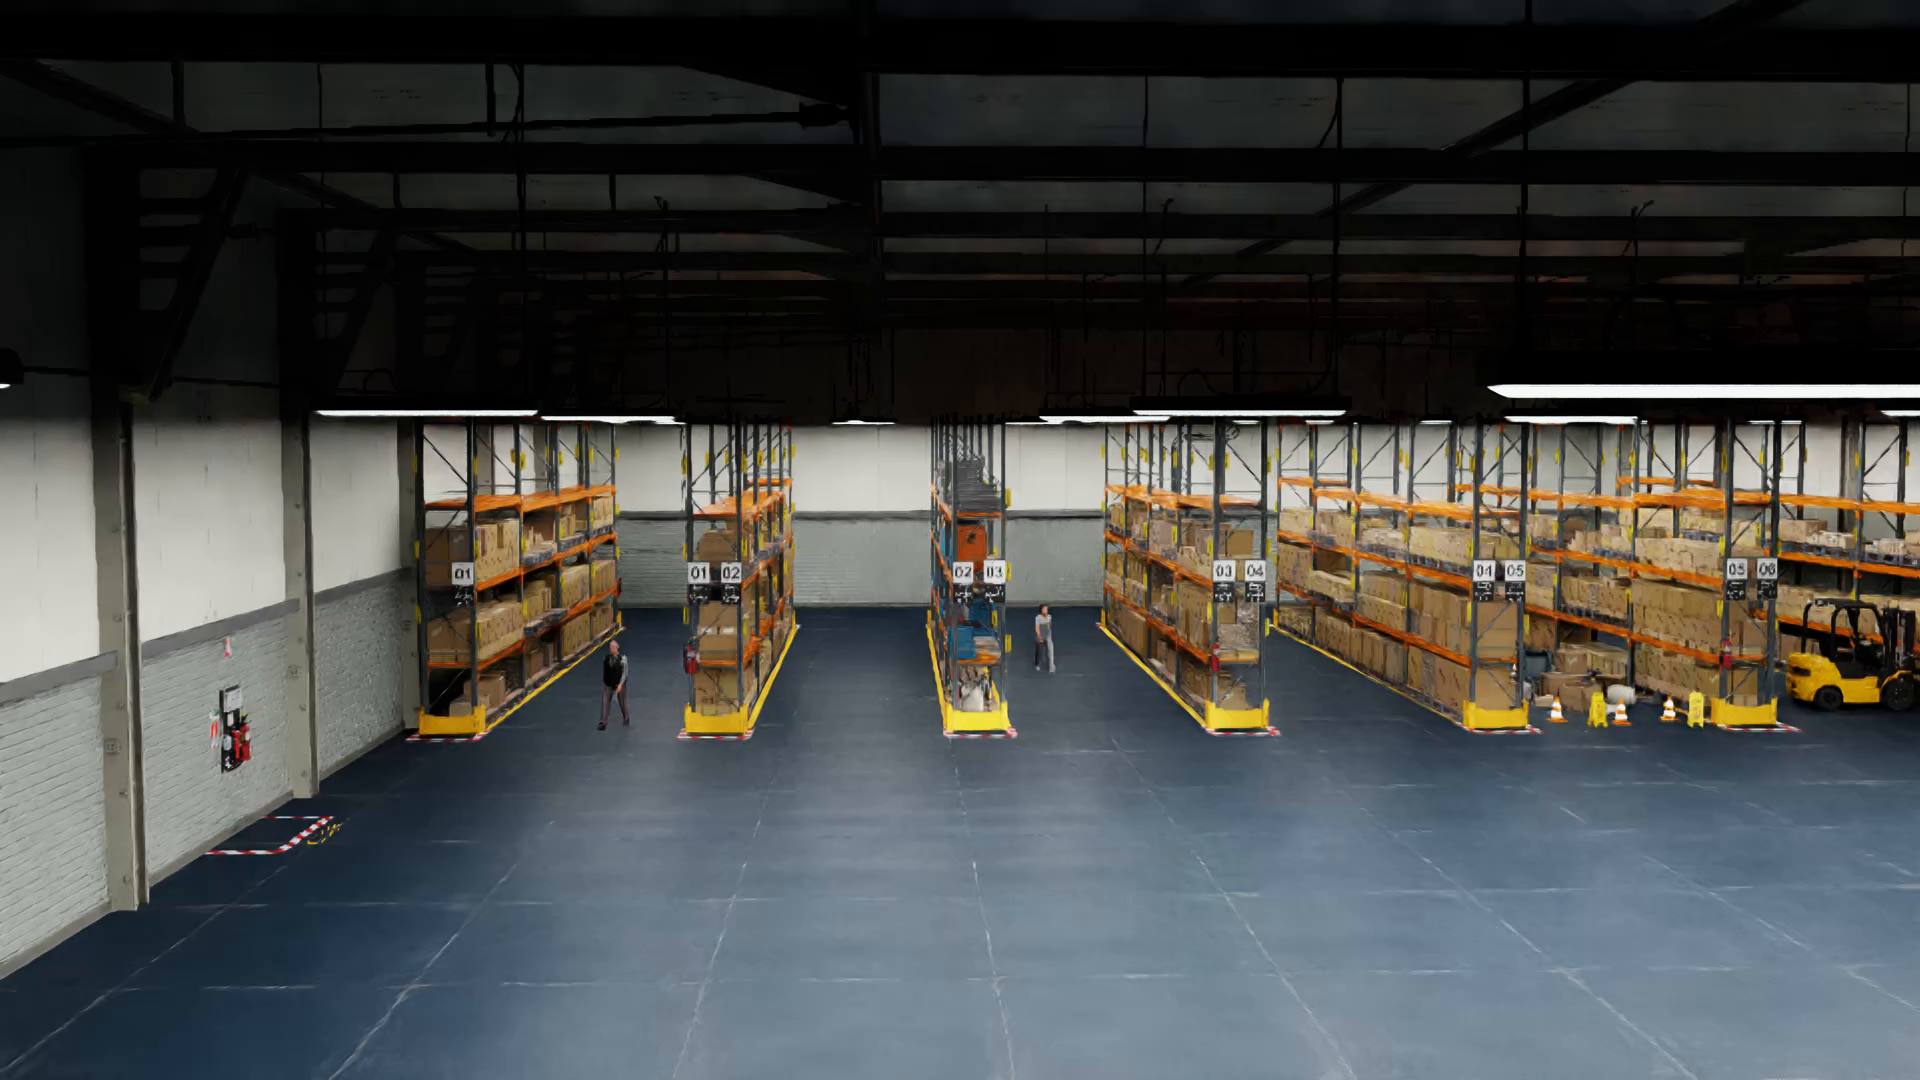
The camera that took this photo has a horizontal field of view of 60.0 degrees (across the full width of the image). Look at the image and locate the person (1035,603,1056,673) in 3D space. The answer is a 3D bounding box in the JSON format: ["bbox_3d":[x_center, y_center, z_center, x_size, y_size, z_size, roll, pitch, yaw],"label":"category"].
[{"bbox_3d":[1.951,2.273,38.741,0.444,1.599,1.016,-1,4,-10],"label":"person"}]

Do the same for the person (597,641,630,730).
[{"bbox_3d":[-6.537,2.737,31.524,0.539,1.665,1.031,0,4,7],"label":"person"}]
